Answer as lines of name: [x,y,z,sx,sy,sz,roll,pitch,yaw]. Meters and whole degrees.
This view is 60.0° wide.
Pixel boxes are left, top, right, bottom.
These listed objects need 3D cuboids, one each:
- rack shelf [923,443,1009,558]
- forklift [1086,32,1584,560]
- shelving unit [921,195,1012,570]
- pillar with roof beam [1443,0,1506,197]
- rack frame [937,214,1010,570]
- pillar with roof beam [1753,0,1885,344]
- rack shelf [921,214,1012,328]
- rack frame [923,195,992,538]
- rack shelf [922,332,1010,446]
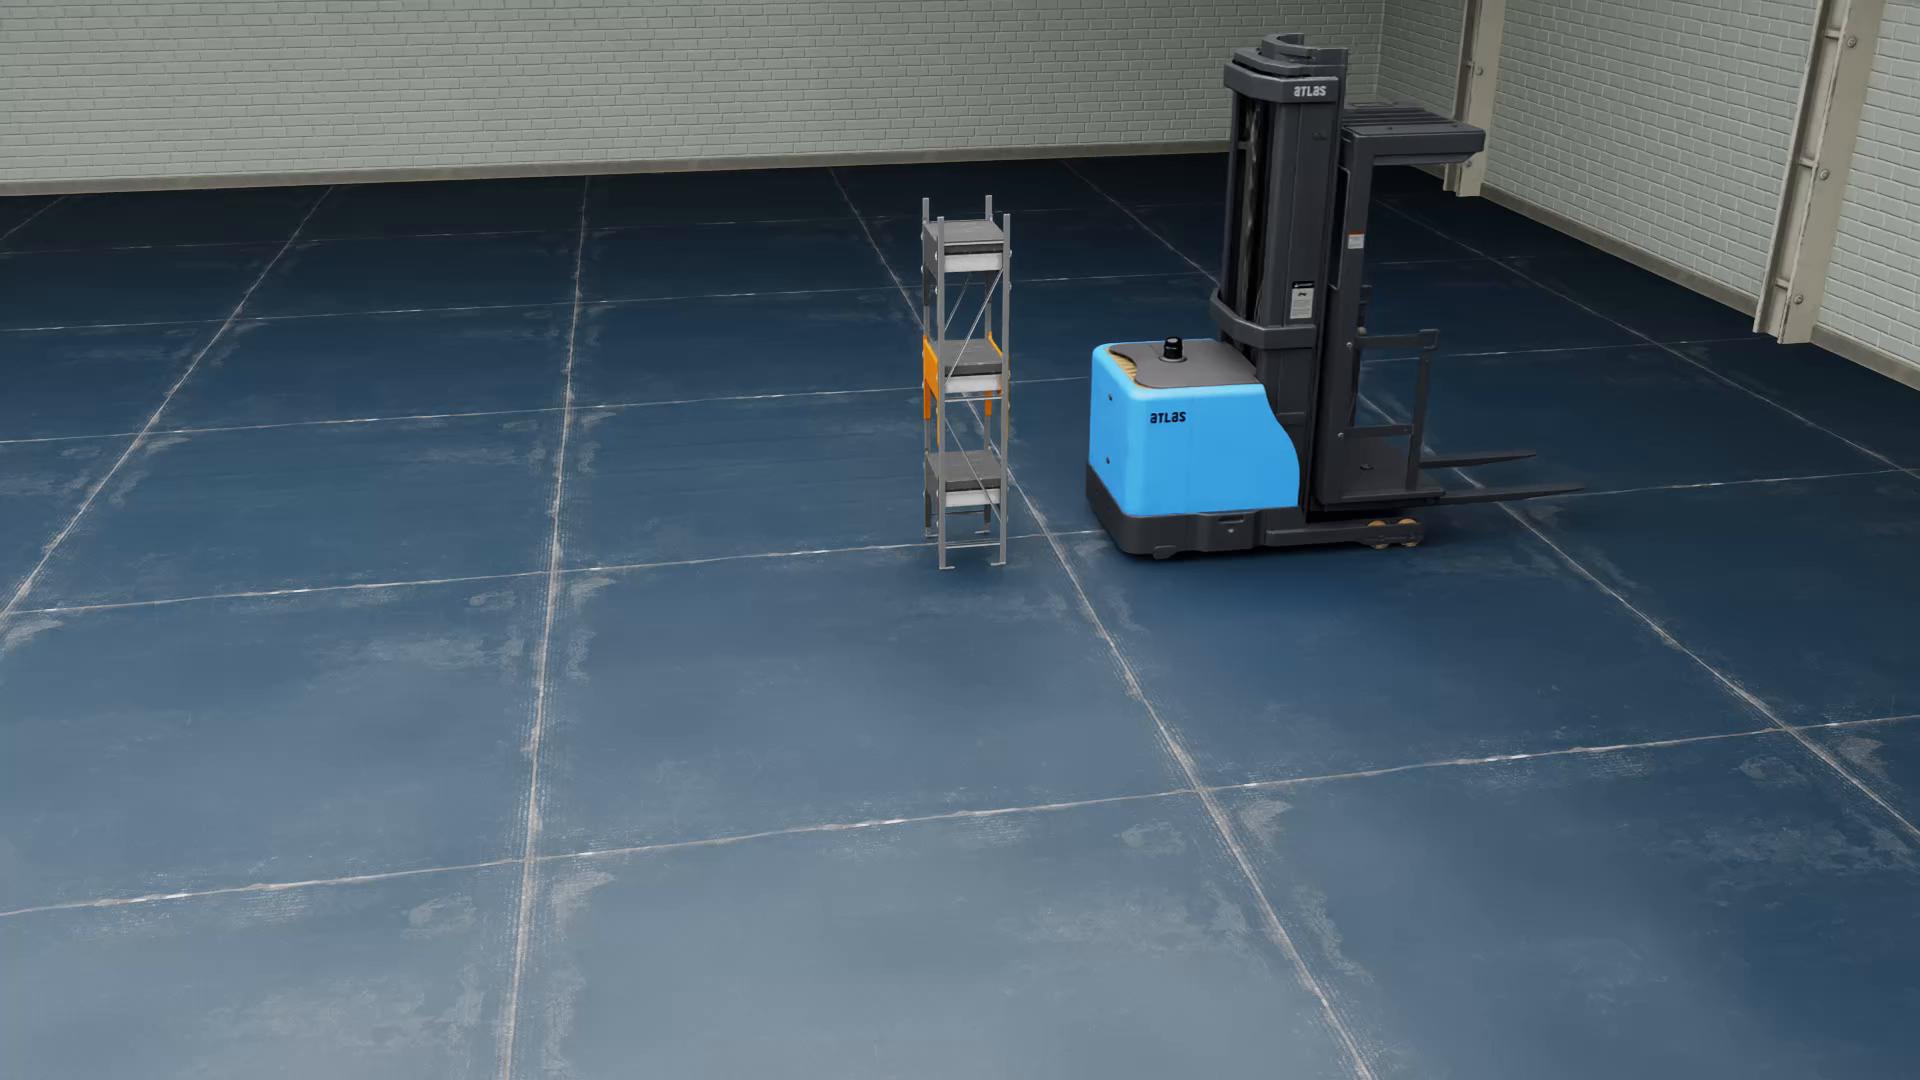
rack shelf: [0.031,-0.243,9.966,0.431,0.518,0.480,-4,24,-10]
forklift: [2.376,-1.494,10.009,3.031,2.935,1.130,-4,24,-9]
shelving unit: [0.031,-0.897,9.681,0.431,2.100,0.503,-4,24,-10]
pillar with roof beam: [1.705,-7.910,17.118,9.100,9.000,0.400,-4,24,-10]
rack frame: [0.076,-0.801,9.461,0.400,2.100,0.015,-4,24,-10]
pillar with roof beam: [2.814,-5.550,11.714,9.100,9.000,0.400,-4,24,-10]
rack shelf: [0.031,-1.526,9.406,0.431,0.518,0.480,-4,24,-10]
rack frame: [-0.015,-0.993,9.900,0.400,2.100,0.015,-4,24,-10]
rack shelf: [0.031,-0.885,9.686,0.431,0.518,0.480,-4,24,-10]
